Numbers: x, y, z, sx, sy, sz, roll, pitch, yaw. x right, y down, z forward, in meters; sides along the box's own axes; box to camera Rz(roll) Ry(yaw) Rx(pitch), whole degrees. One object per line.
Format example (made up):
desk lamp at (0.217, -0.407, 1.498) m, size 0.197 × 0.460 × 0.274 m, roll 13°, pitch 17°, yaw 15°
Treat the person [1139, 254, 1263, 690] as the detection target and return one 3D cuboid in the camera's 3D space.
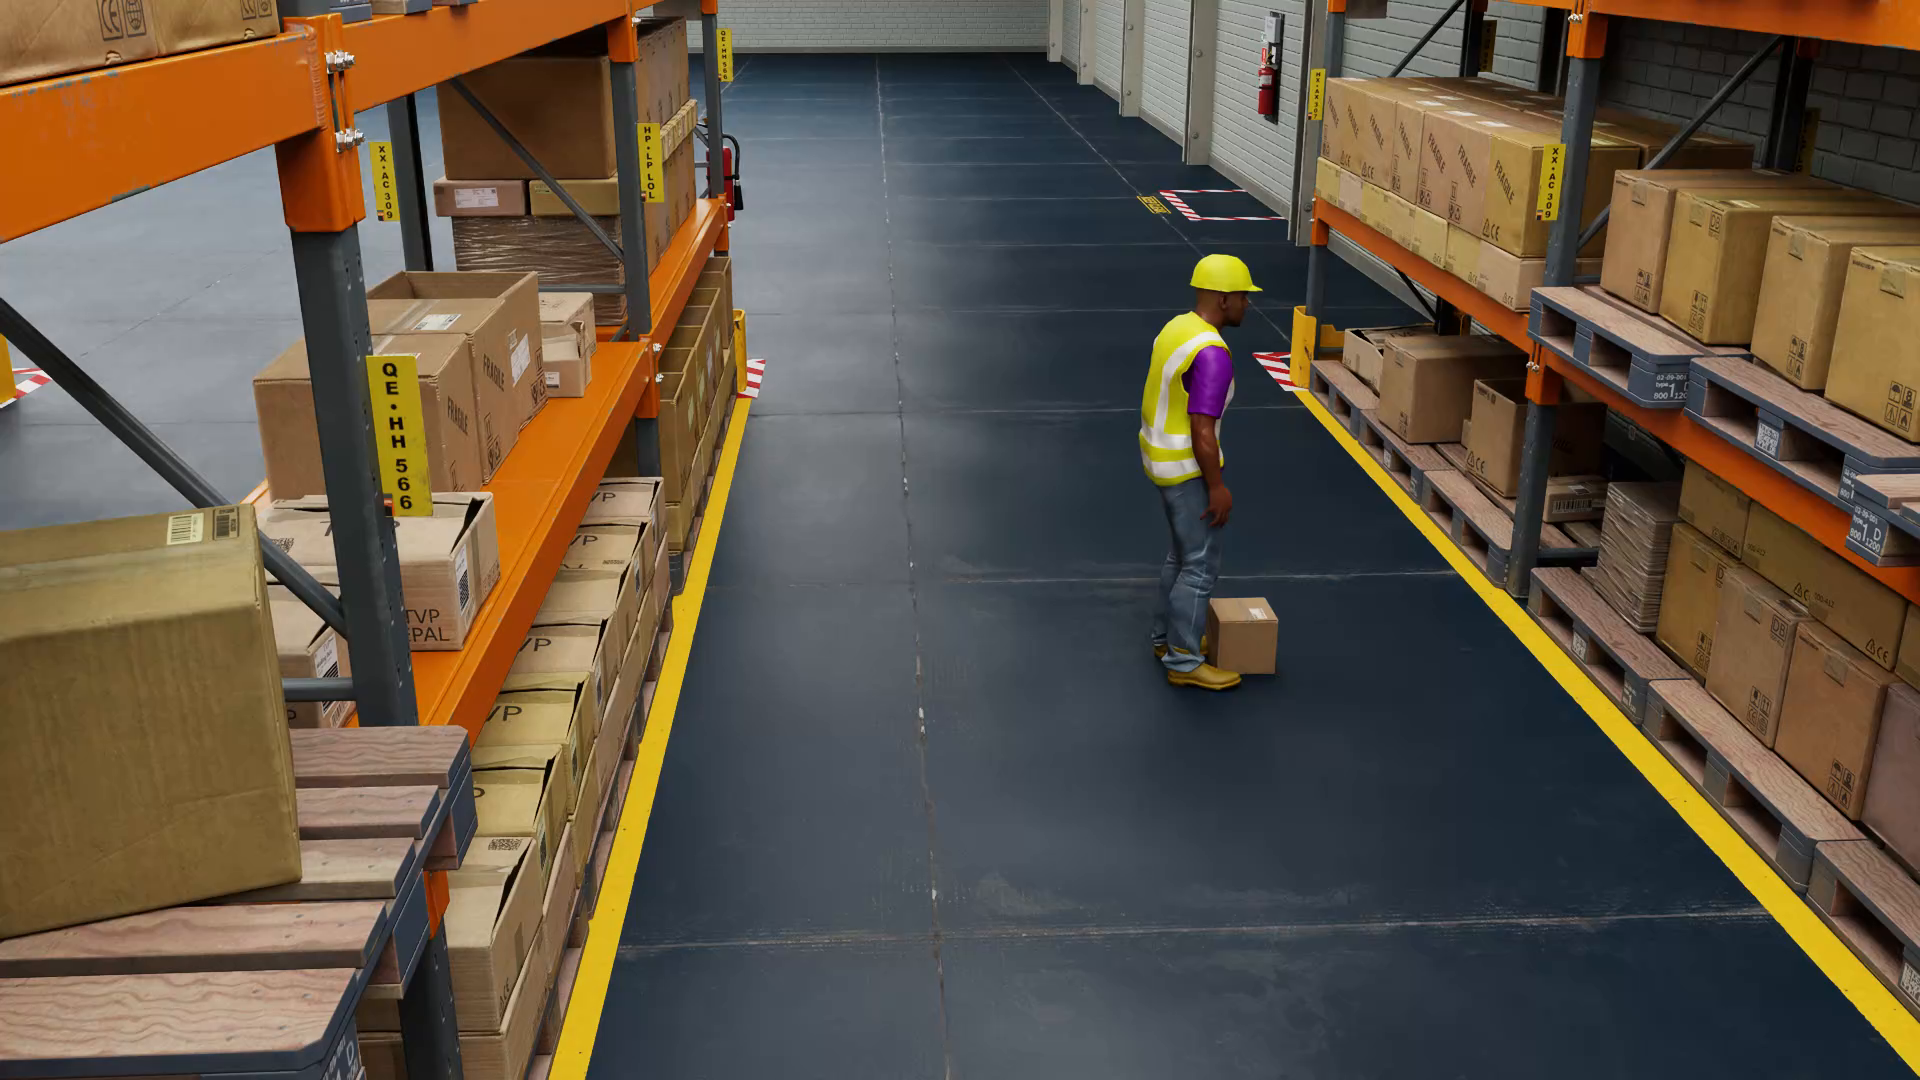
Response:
person at (0.980, -0.292, 6.849) m, size 0.458 × 1.756 × 0.634 m, roll -2°, pitch 20°, yaw -5°
